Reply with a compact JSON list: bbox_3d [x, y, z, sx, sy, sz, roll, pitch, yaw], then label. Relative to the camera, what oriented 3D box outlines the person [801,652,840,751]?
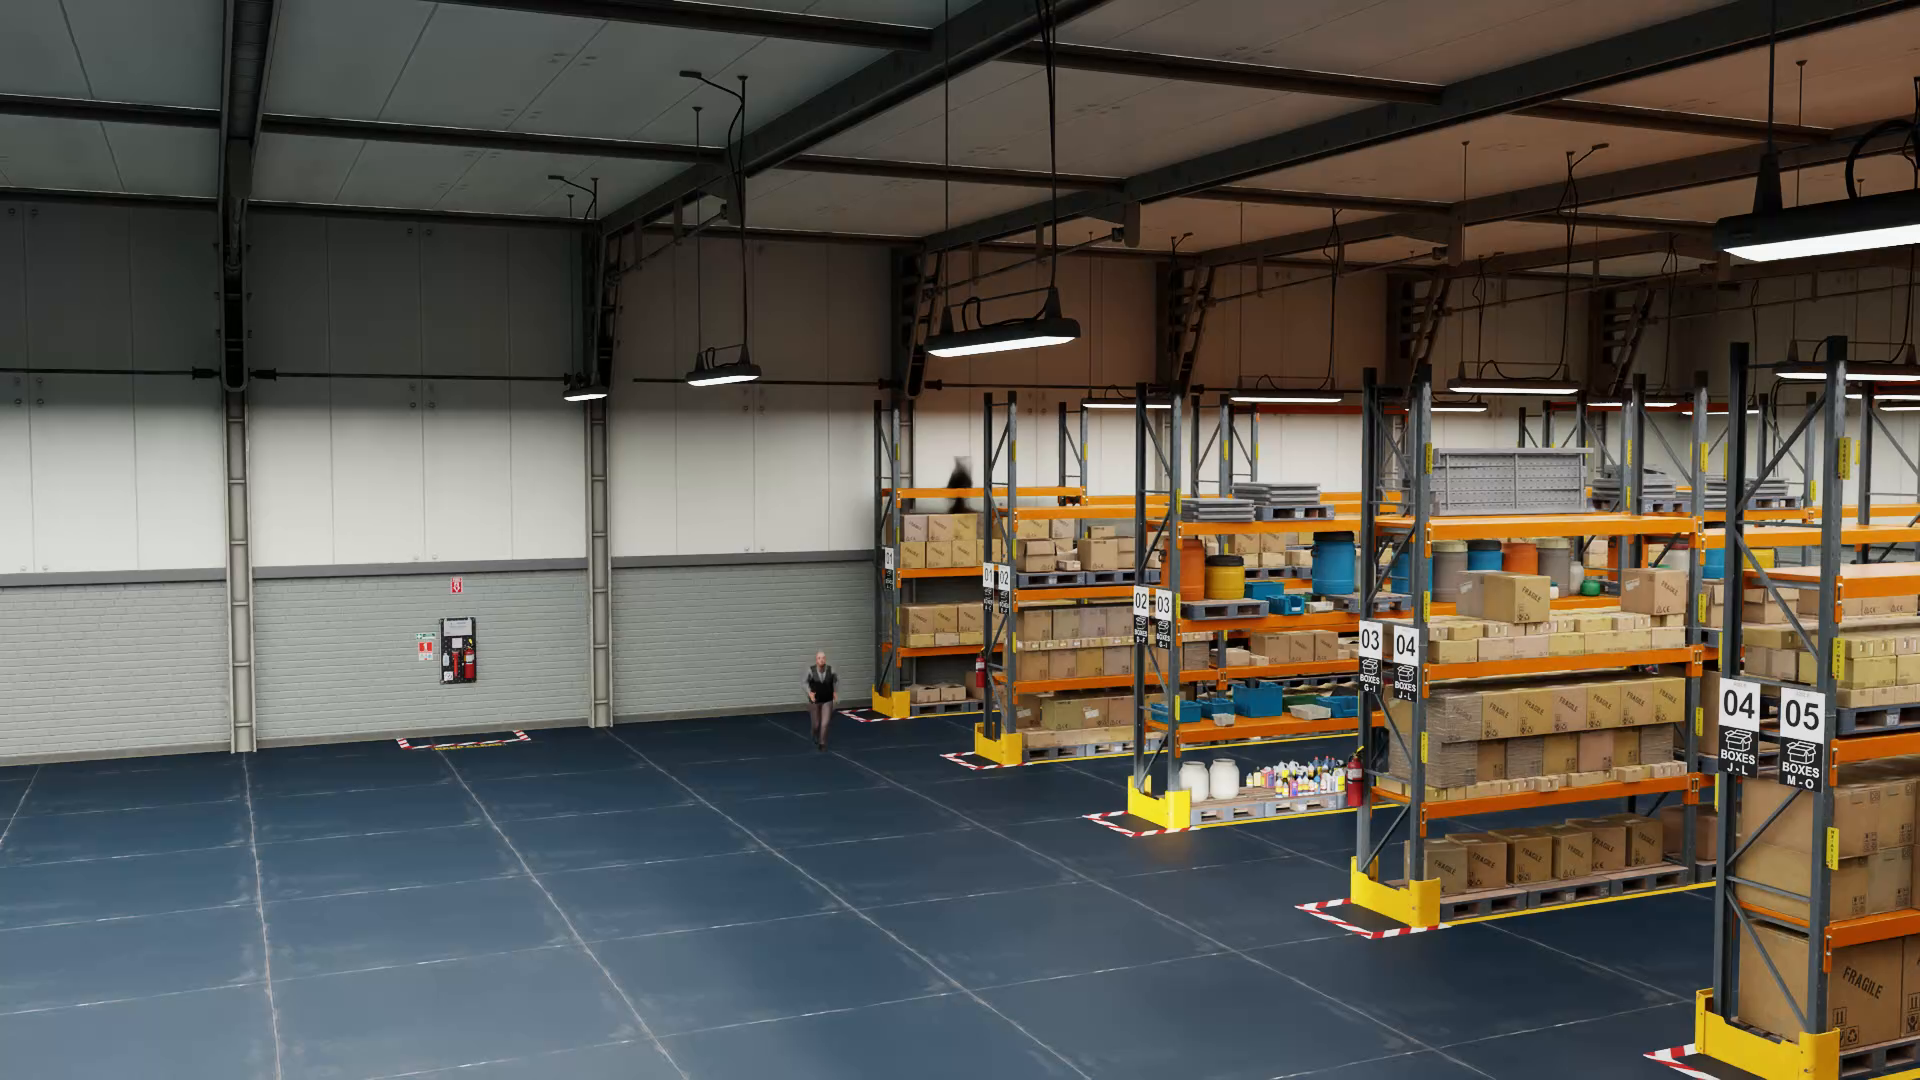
[{"bbox_3d":[-2.353,2.711,28.071,0.660,1.667,0.677,-1,3,-9],"label":"person"}]

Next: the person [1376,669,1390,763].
[{"bbox_3d":[6.786,2.896,26.521,0.823,1.440,0.531,-1,3,-17],"label":"person"}]
